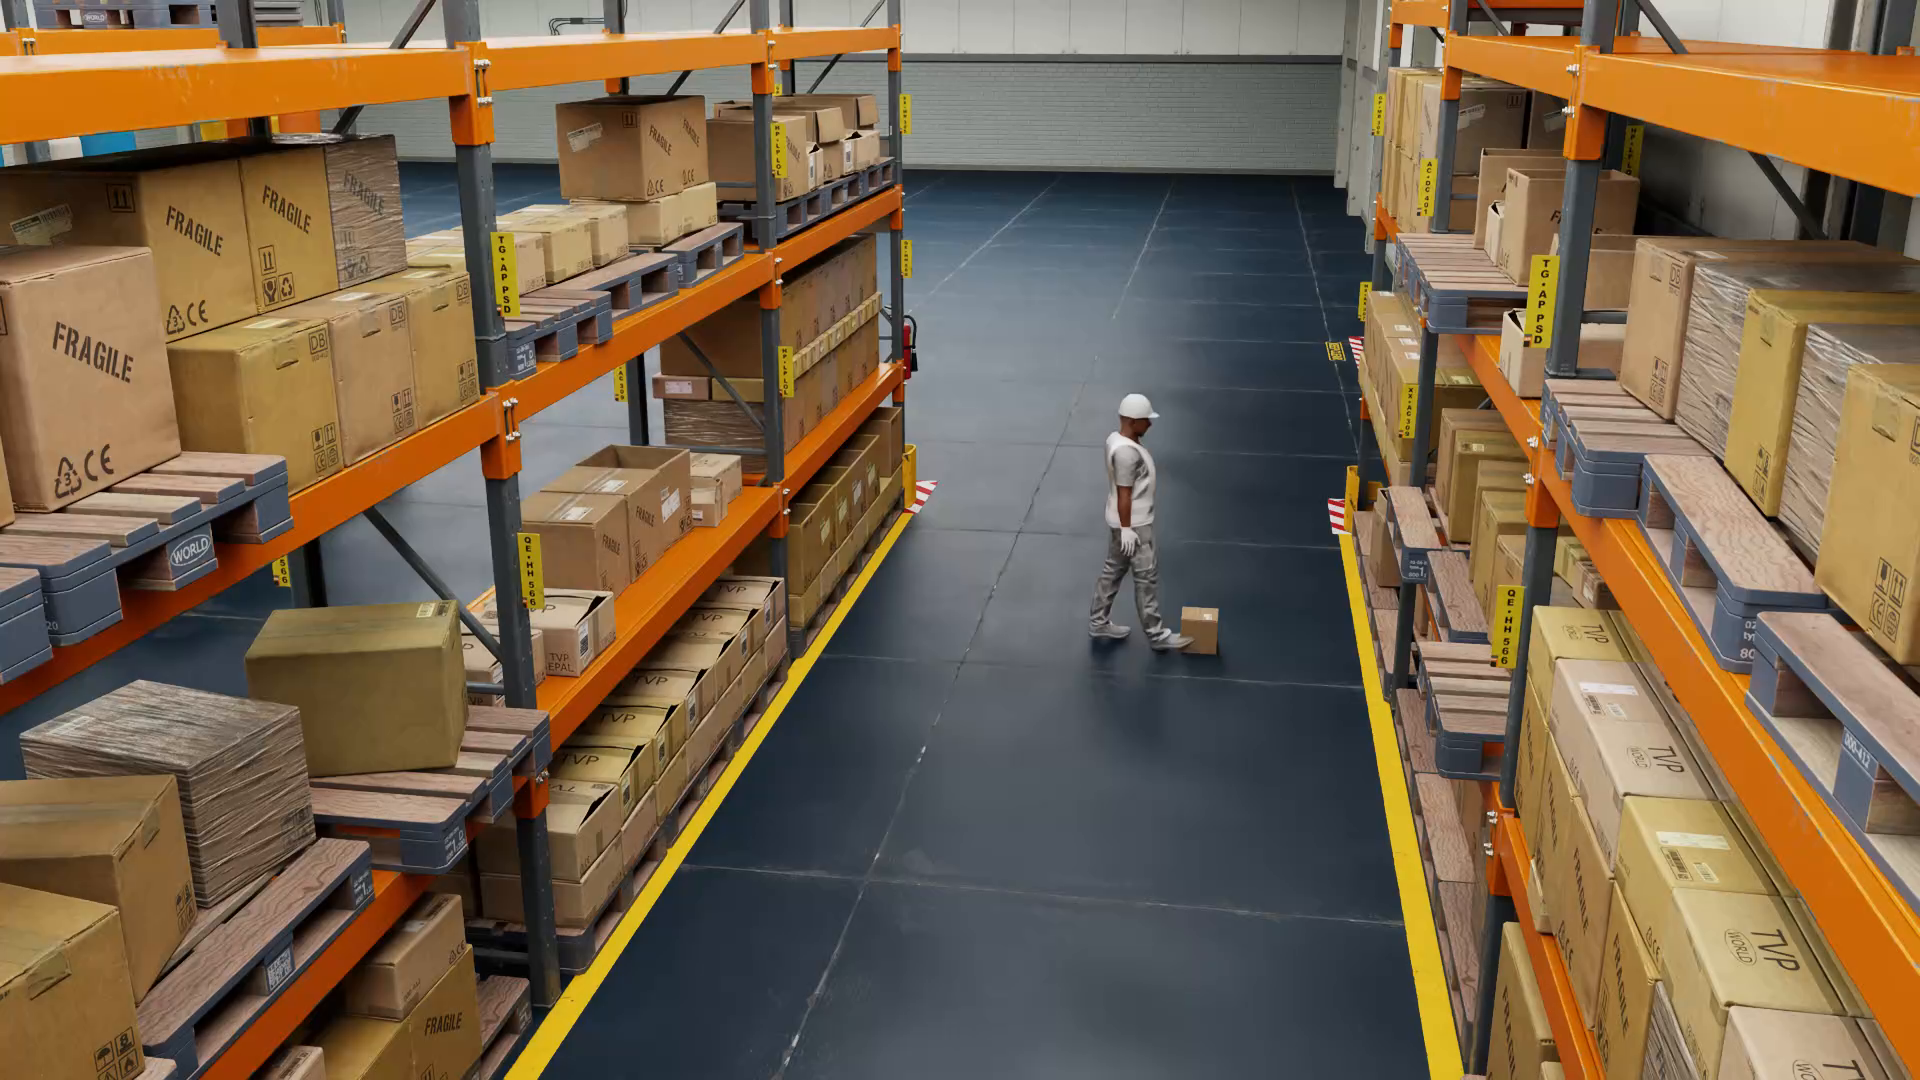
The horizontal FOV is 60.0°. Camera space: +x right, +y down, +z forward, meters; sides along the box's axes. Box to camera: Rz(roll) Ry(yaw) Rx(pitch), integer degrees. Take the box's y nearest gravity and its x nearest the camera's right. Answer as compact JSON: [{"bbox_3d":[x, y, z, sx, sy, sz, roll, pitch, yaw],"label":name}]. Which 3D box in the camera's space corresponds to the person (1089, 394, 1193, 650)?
[{"bbox_3d":[1.263,-0.126,11.401,0.712,1.777,0.592,1,18,2],"label":"person"}]
